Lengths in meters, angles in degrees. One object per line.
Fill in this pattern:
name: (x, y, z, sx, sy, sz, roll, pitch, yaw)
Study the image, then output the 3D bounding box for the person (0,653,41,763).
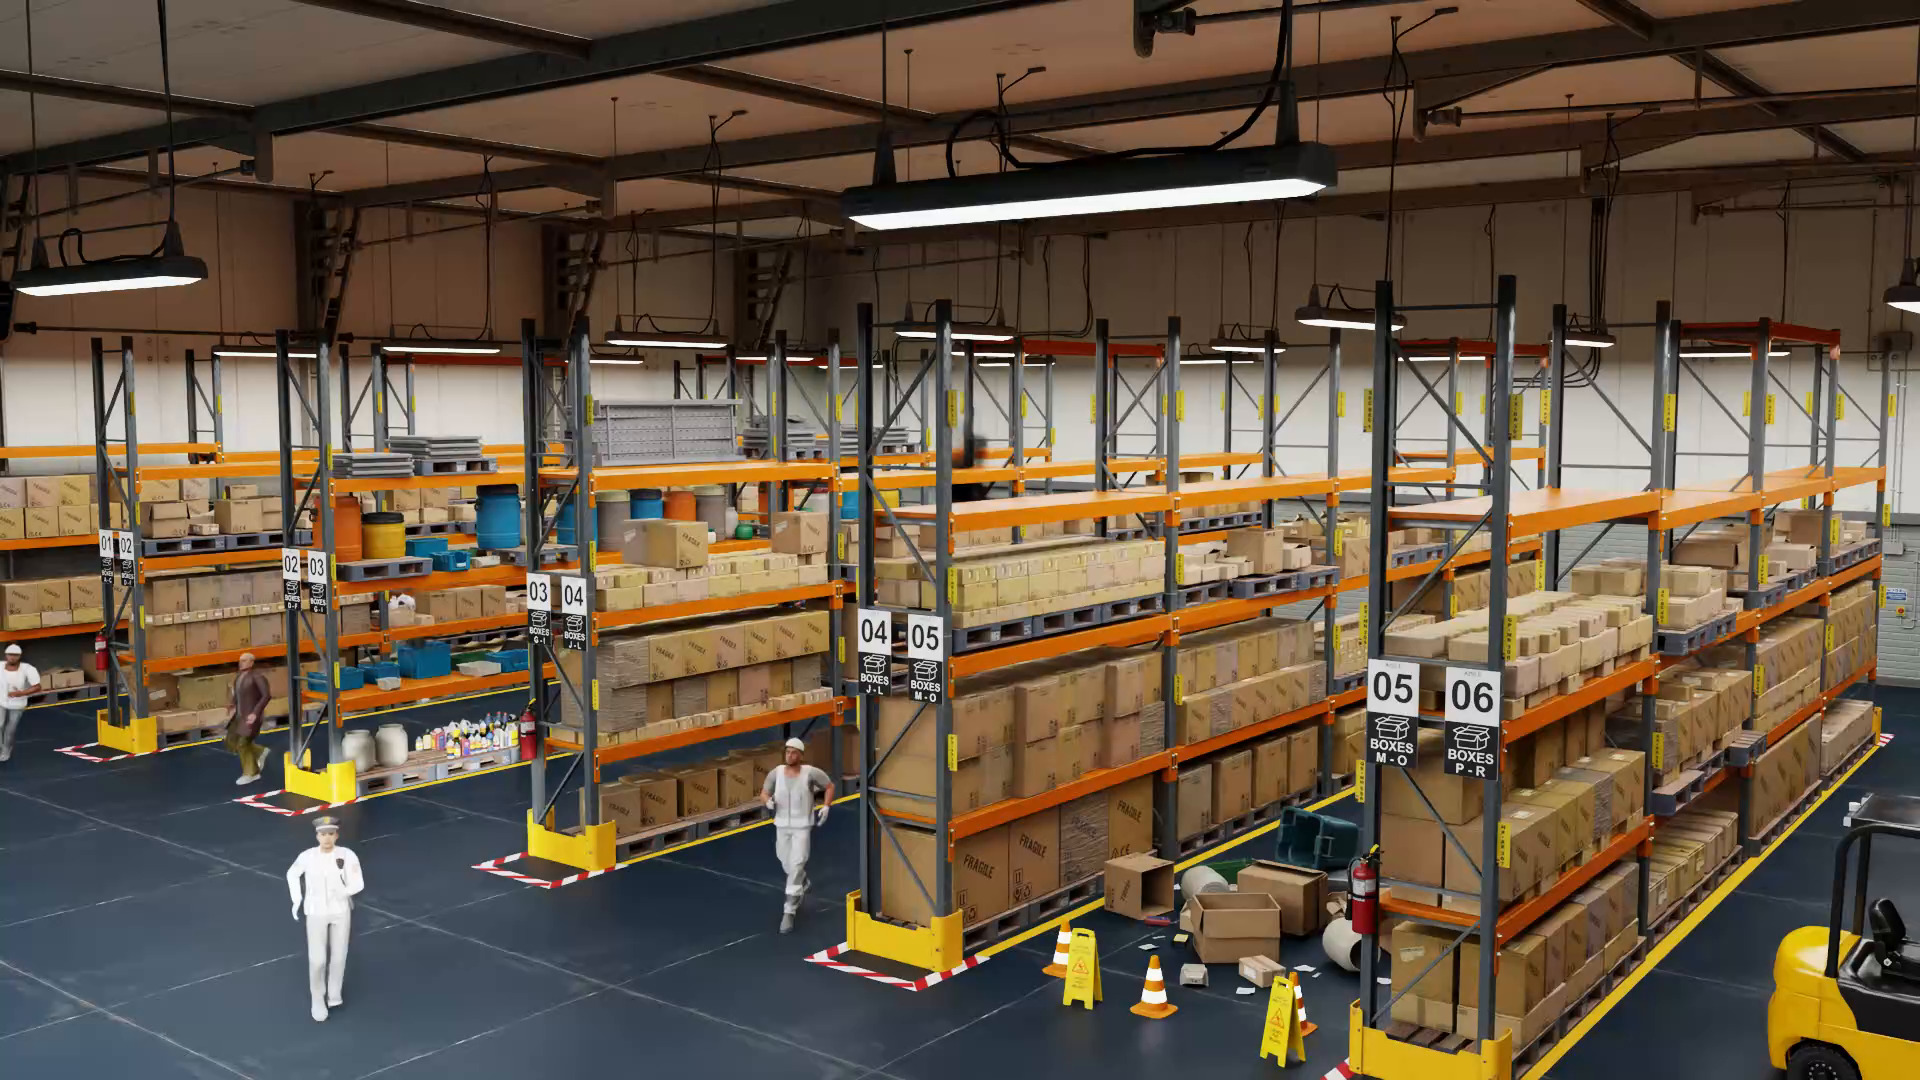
person: (-13.122, 2.320, 23.077, 0.704, 1.738, 0.882, -2, 5, -22)

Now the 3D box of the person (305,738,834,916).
person: (-3.358, 2.895, 15.144, 3.478, 1.692, 3.990, 1, 5, 14)

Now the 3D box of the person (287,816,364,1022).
person: (-5.244, 3.125, 13.785, 0.579, 1.706, 0.674, -2, 5, -24)

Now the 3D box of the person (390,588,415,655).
person: (-10.428, 1.609, 30.891, 0.659, 1.732, 0.600, 3, 6, 27)

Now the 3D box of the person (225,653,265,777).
person: (-9.542, 2.463, 22.246, 0.704, 1.420, 0.511, 4, 6, 38)
